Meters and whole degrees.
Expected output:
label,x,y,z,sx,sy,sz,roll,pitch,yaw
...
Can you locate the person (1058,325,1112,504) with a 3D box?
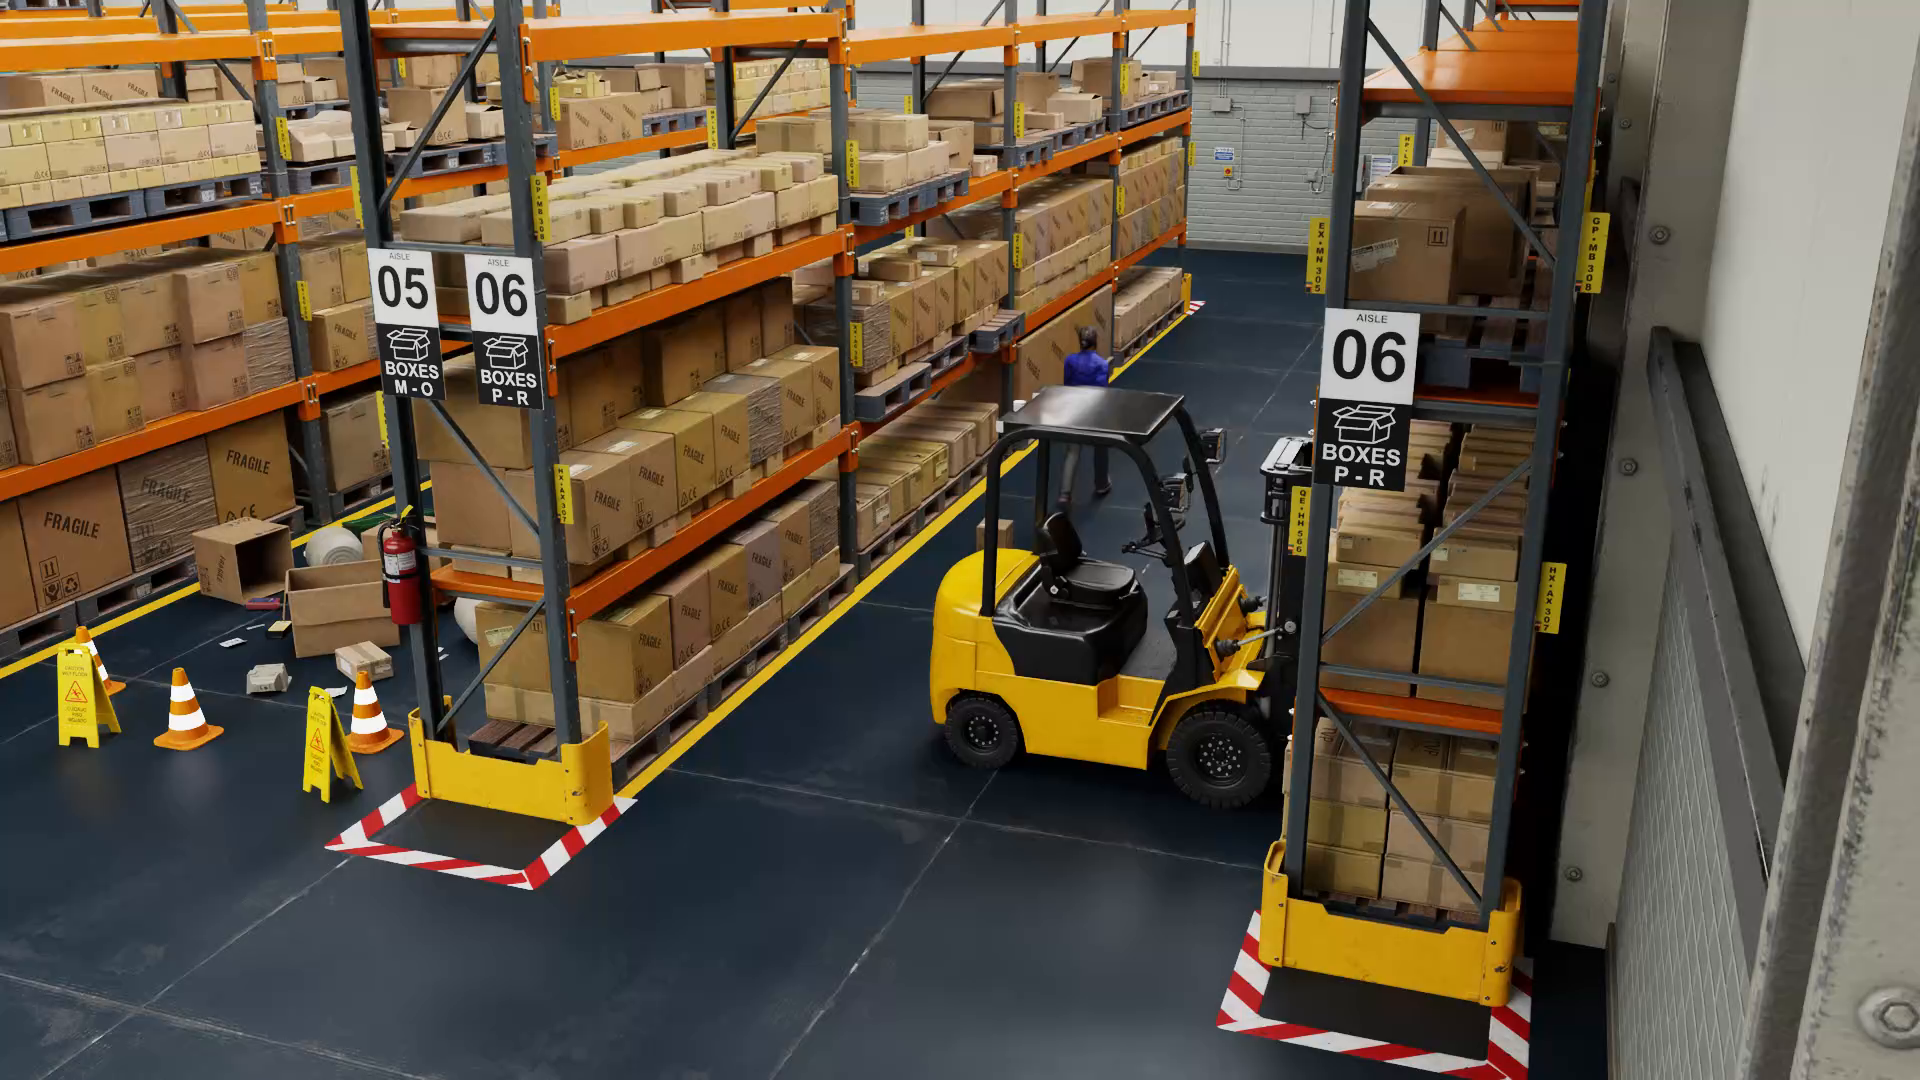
label,x,y,z,sx,sy,sz,roll,pitch,yaw
person,1.131,-1.139,14.912,0.447,1.604,0.989,6,20,18
